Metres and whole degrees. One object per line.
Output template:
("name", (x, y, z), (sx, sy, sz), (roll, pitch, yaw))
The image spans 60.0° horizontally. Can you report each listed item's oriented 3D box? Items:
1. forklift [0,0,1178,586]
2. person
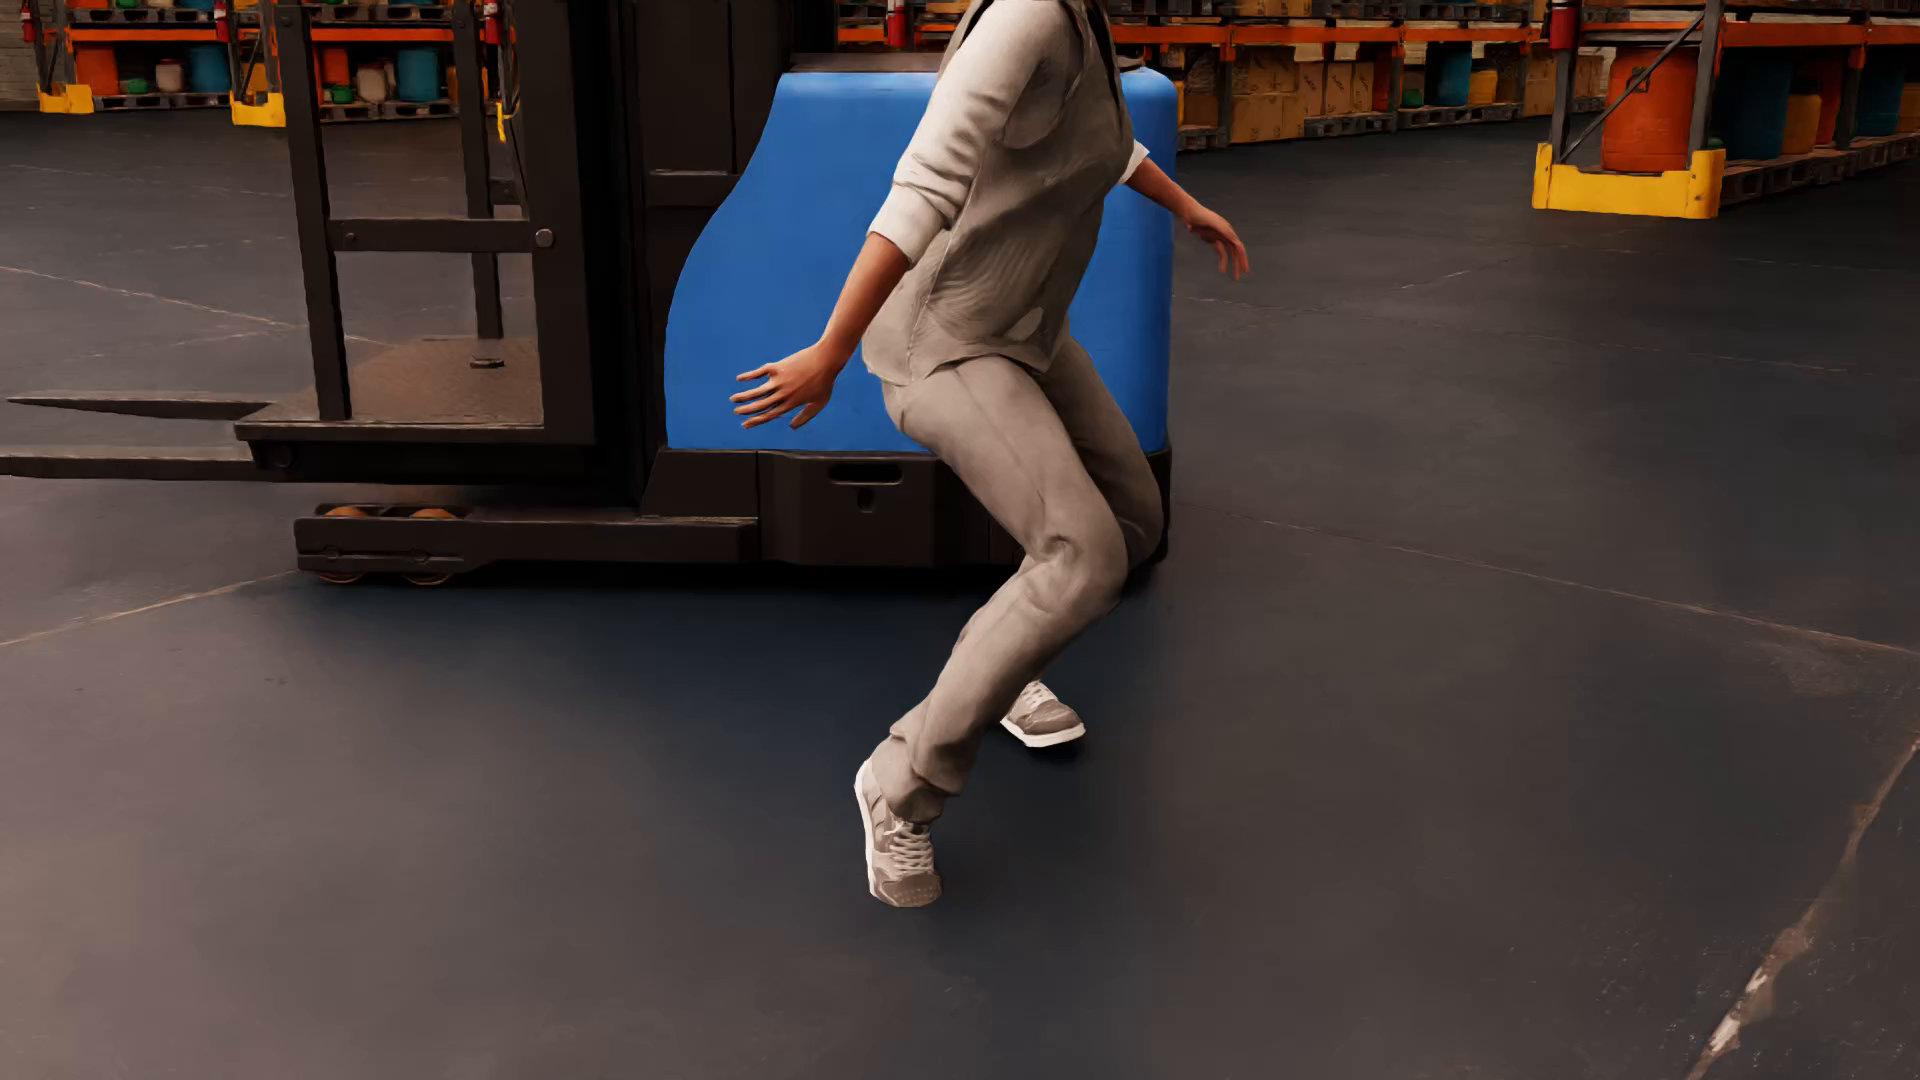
("forklift", (-1.036, -1.454, 3.687), (3.031, 2.935, 1.130), (1, 17, 4))
("person", (0.083, -0.231, 2.342), (0.492, 1.496, 0.875), (6, 18, 19))
